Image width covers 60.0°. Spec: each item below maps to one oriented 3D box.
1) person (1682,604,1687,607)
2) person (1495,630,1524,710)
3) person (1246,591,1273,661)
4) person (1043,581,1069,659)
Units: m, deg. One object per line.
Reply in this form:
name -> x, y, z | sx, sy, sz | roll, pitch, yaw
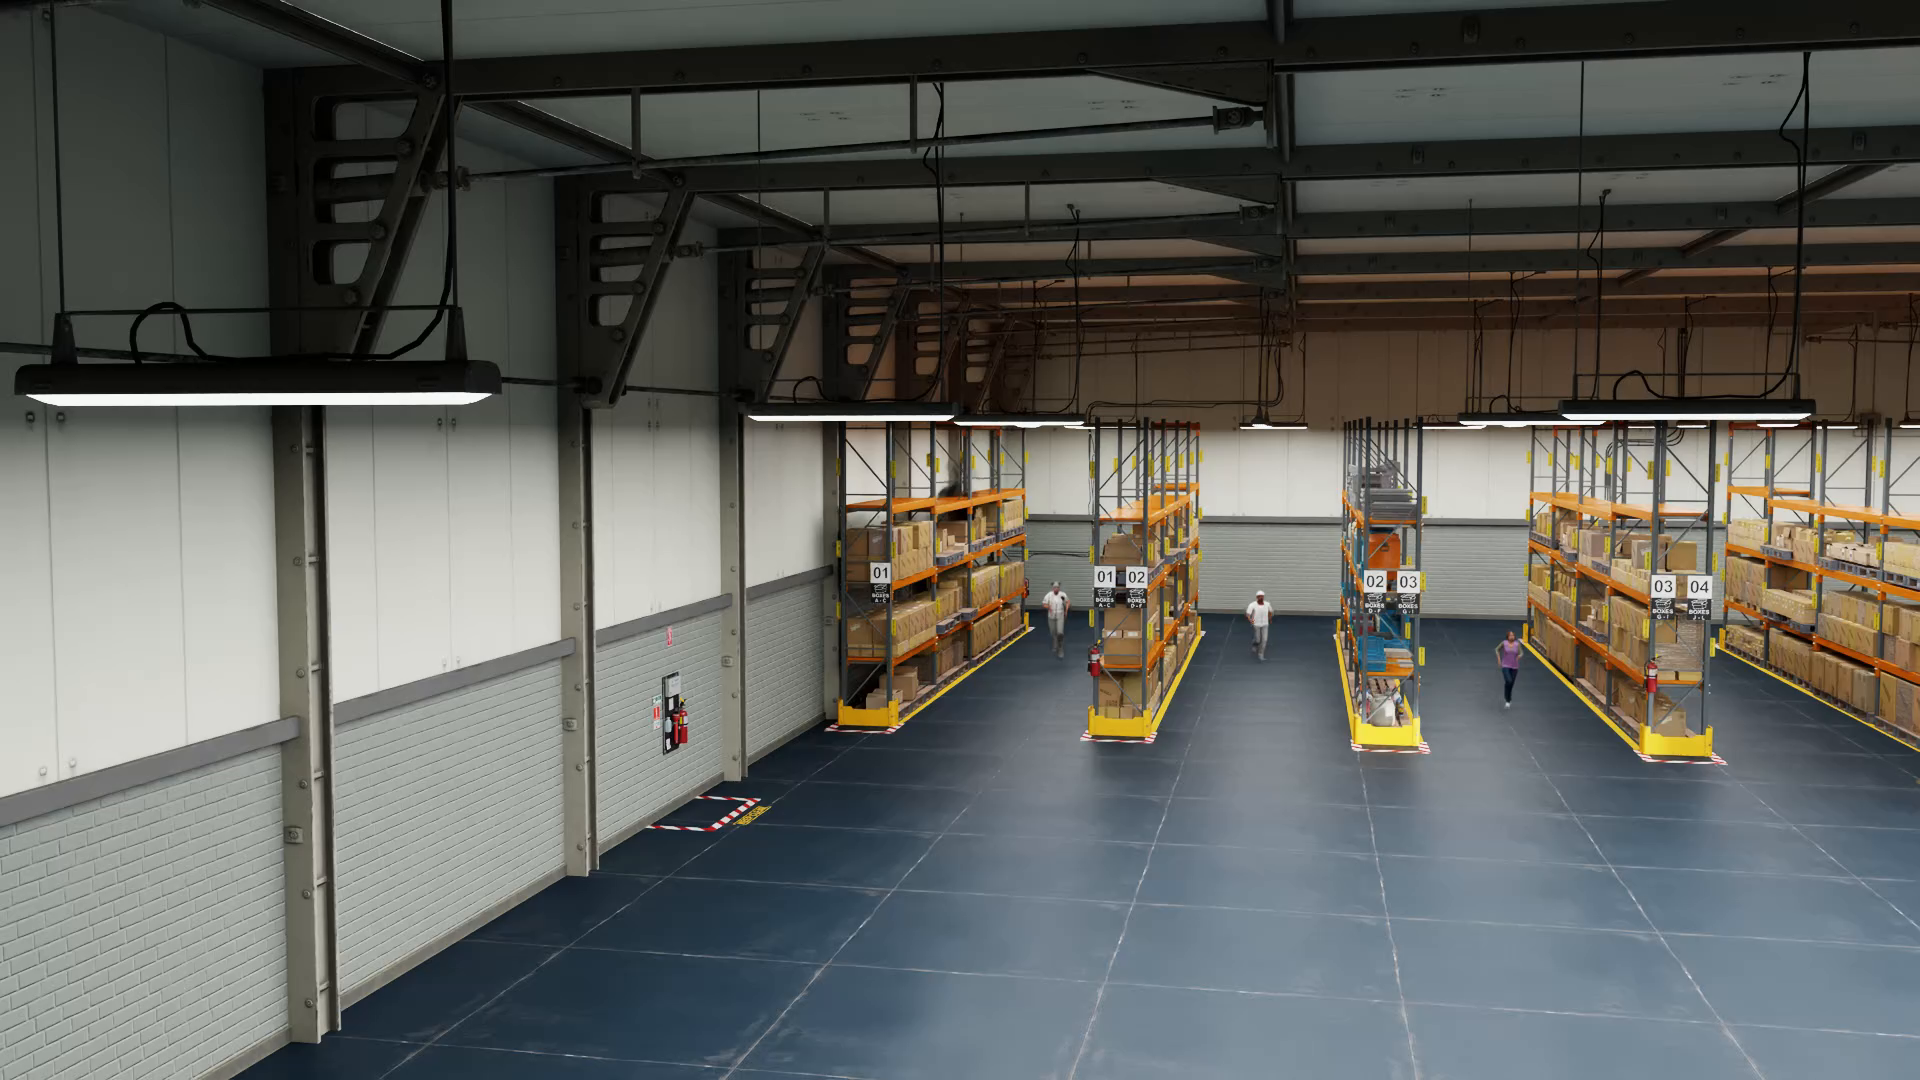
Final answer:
person -> 18.490, 2.163, 42.087 | 0.599, 1.667, 0.547 | 1, 4, 19
person -> 11.443, 2.688, 34.590 | 0.523, 1.643, 0.722 | 0, 4, 2
person -> 7.567, 2.144, 41.907 | 0.699, 1.738, 0.758 | 0, 4, -5
person -> 2.343, 1.952, 40.710 | 0.643, 1.905, 0.739 | 0, 4, 6
